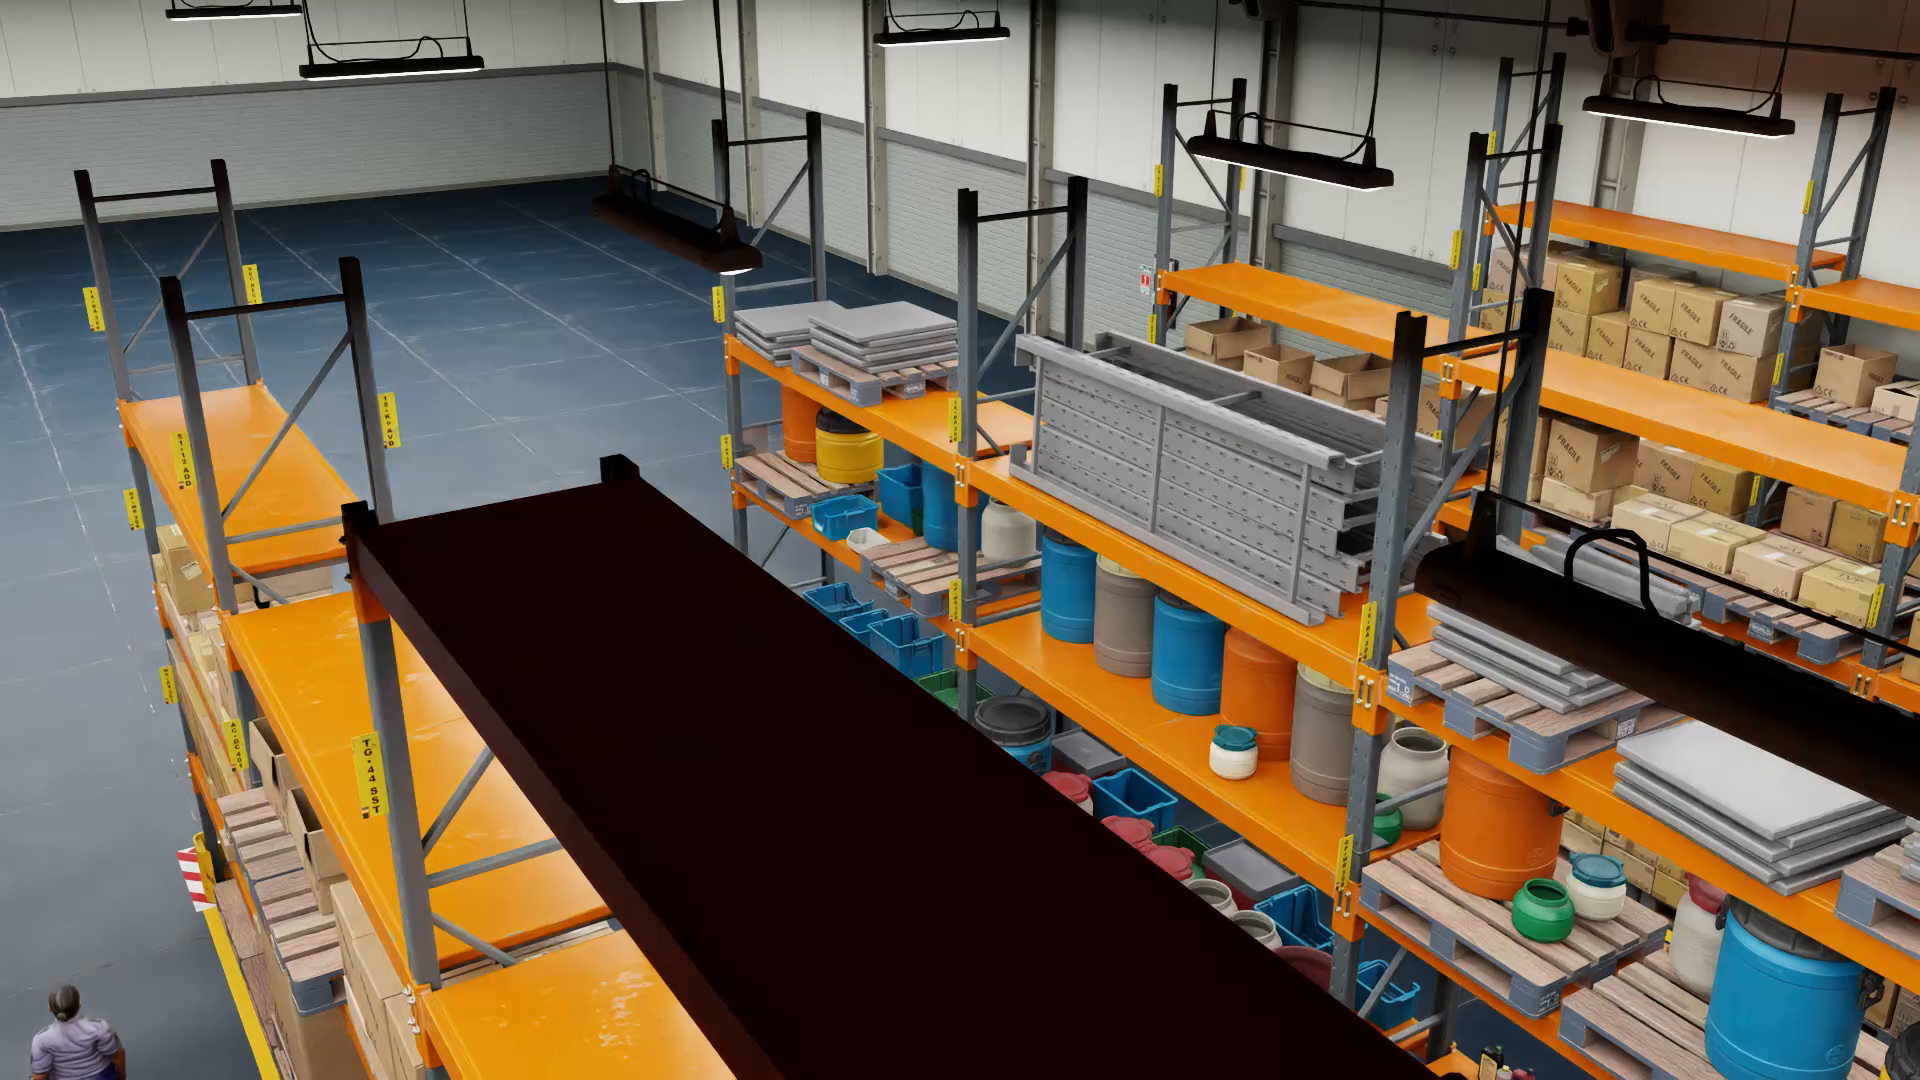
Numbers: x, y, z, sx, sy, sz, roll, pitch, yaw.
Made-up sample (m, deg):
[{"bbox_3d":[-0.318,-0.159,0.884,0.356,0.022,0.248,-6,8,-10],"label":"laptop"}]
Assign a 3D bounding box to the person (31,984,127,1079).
[{"bbox_3d":[-5.536,3.464,10.556,0.512,1.591,0.923,-7,23,-17],"label":"person"}]
